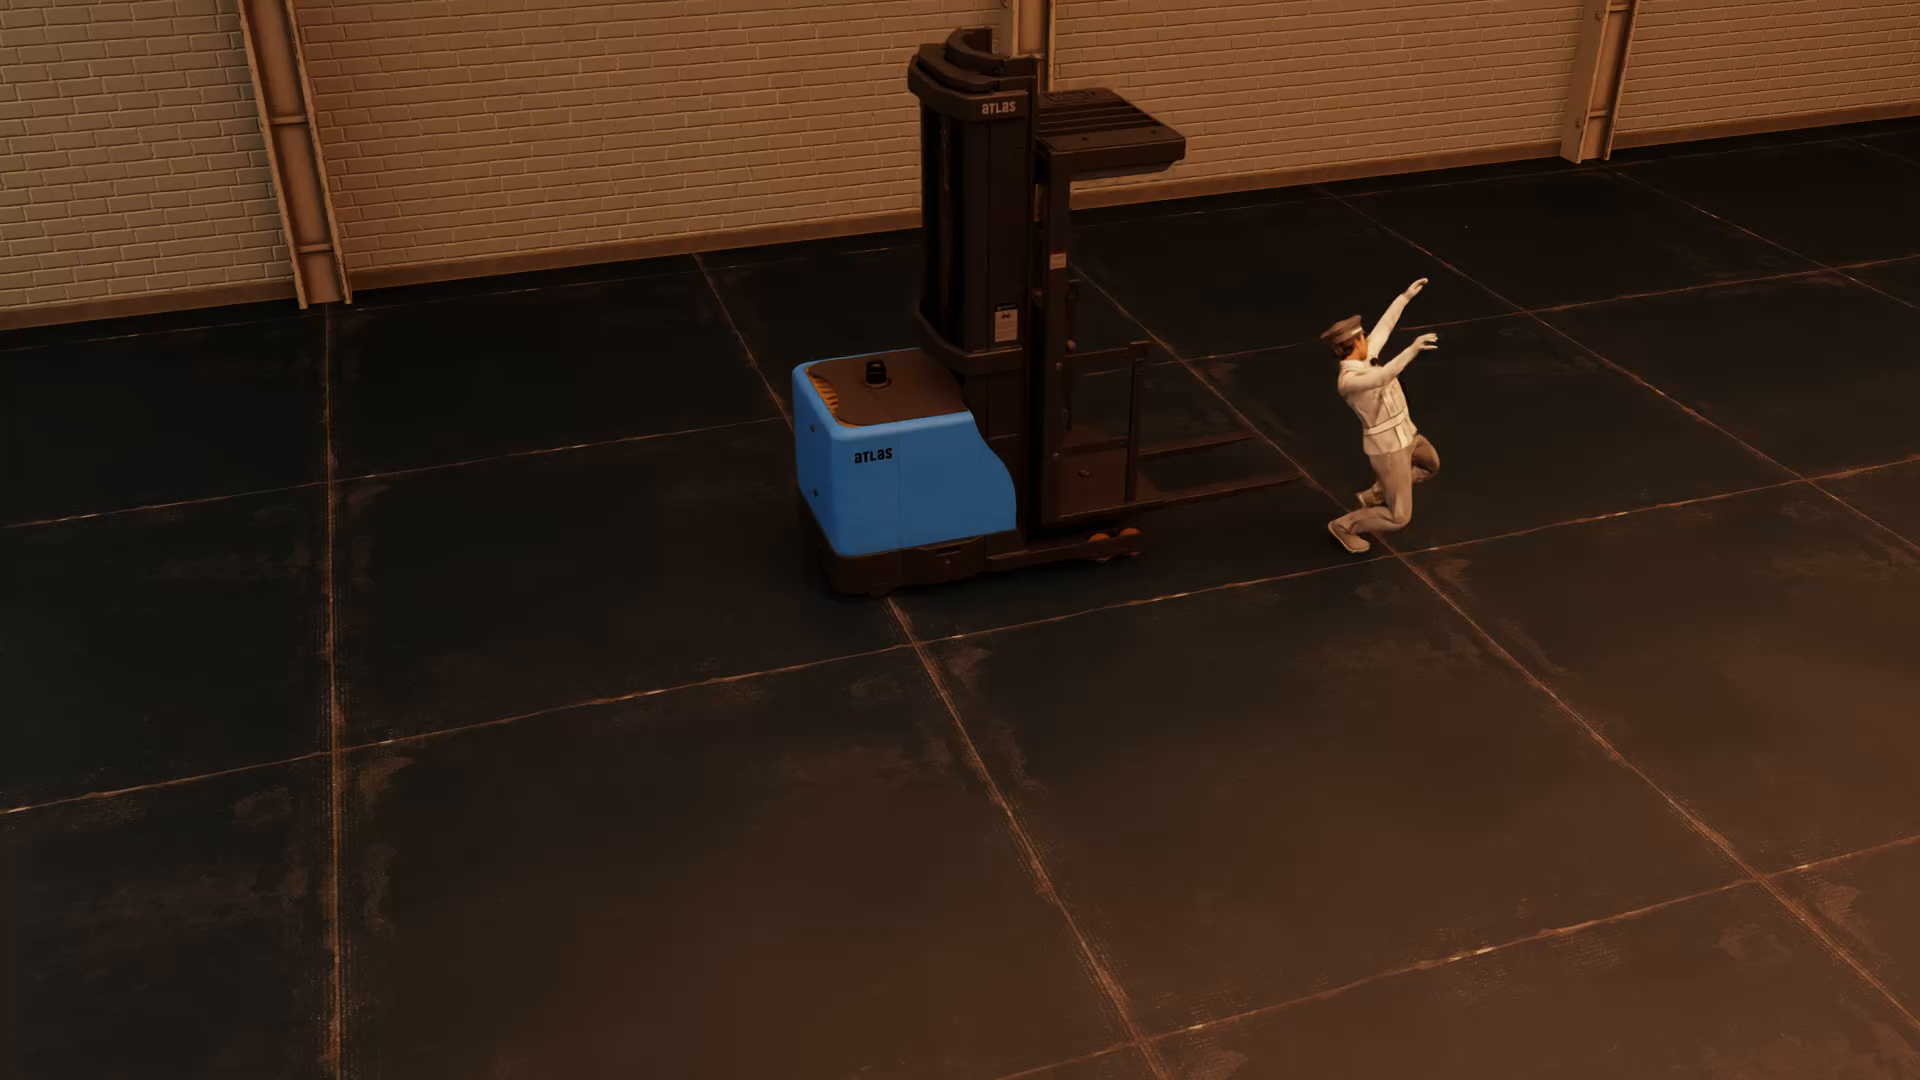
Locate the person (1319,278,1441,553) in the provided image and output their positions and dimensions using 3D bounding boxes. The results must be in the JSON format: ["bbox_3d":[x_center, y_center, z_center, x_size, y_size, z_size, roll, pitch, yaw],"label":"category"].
[{"bbox_3d":[2.423,-0.684,9.684,0.761,1.531,0.876,12,32,20],"label":"person"}]

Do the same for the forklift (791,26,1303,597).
[{"bbox_3d":[0.582,-1.380,9.485,3.031,2.935,1.130,-10,31,-16],"label":"forklift"}]
